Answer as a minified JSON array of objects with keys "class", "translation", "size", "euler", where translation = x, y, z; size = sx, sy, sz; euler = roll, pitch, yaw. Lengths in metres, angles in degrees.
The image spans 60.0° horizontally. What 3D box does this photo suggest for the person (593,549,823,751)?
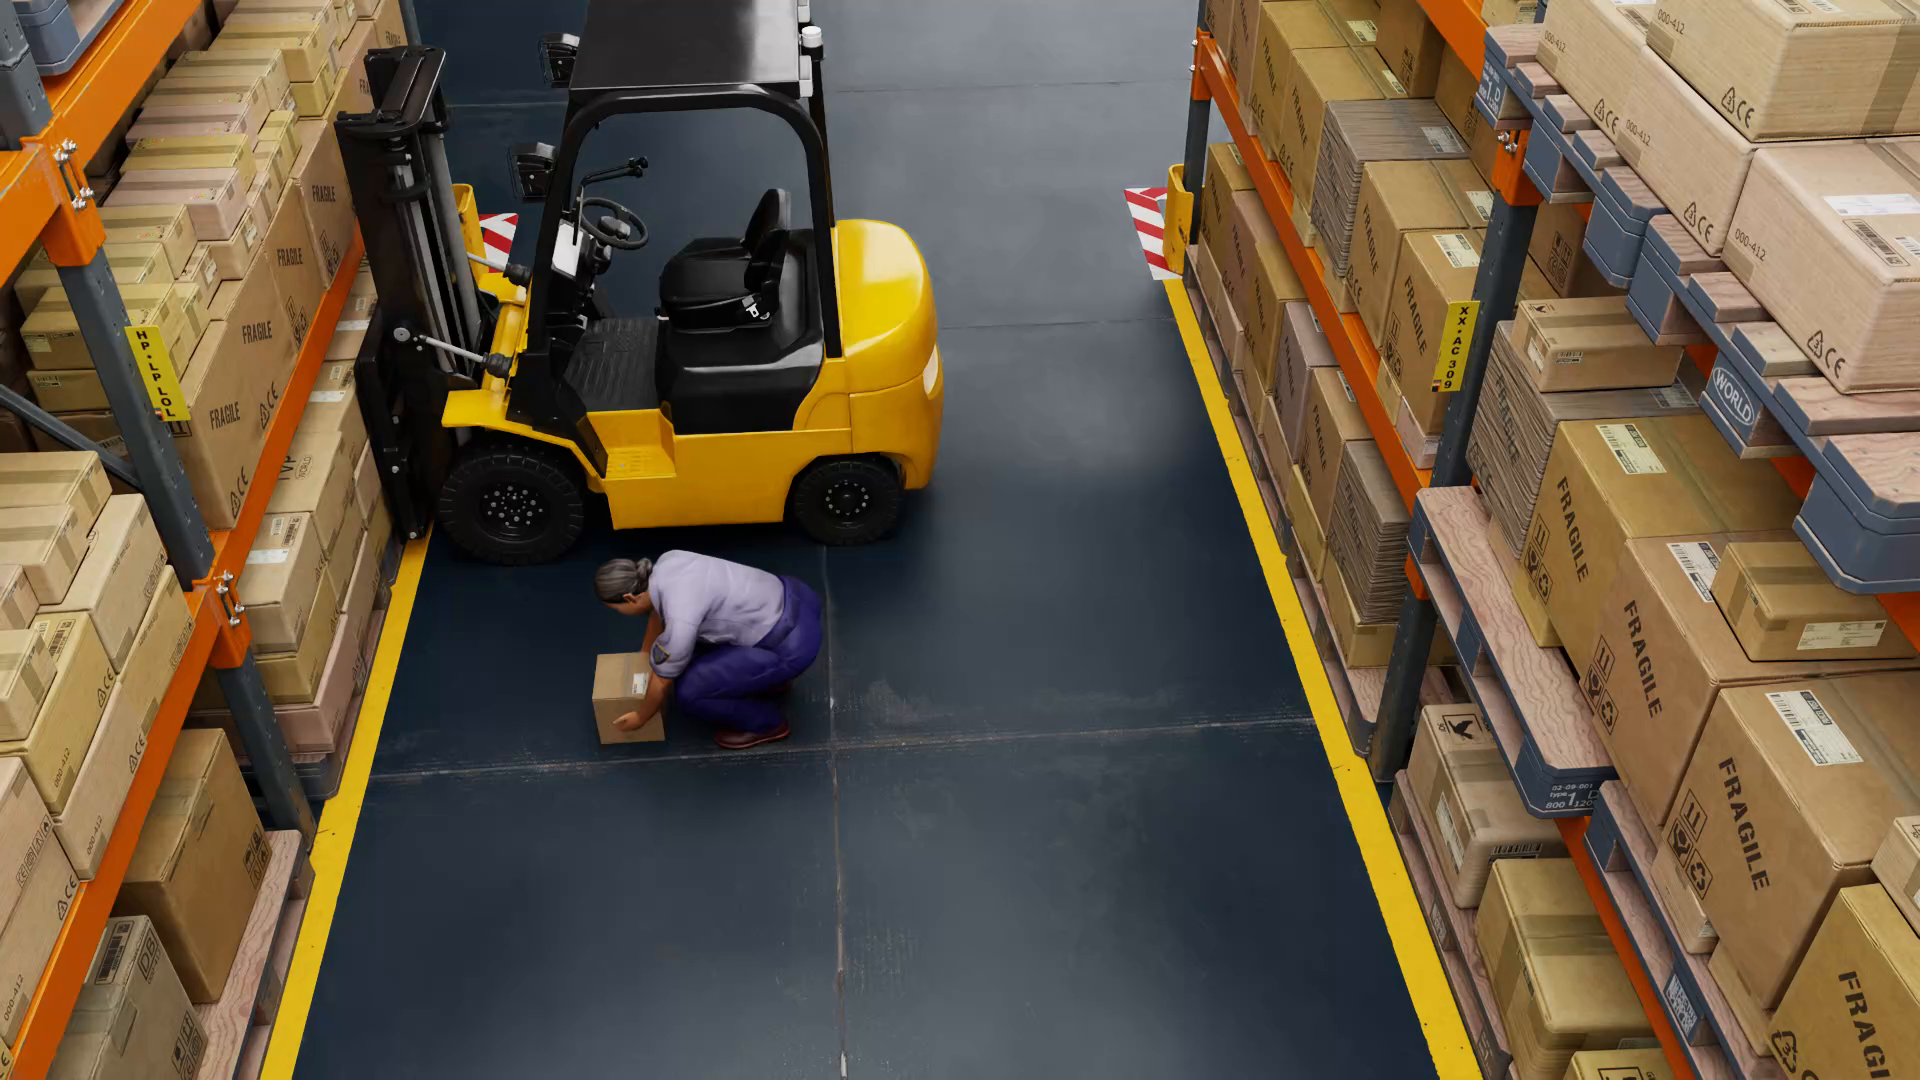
[{"class":"person","translation":[-0.939,0.369,6.337],"size":[0.828,0.869,0.524],"euler":[-3,39,-4]}]
